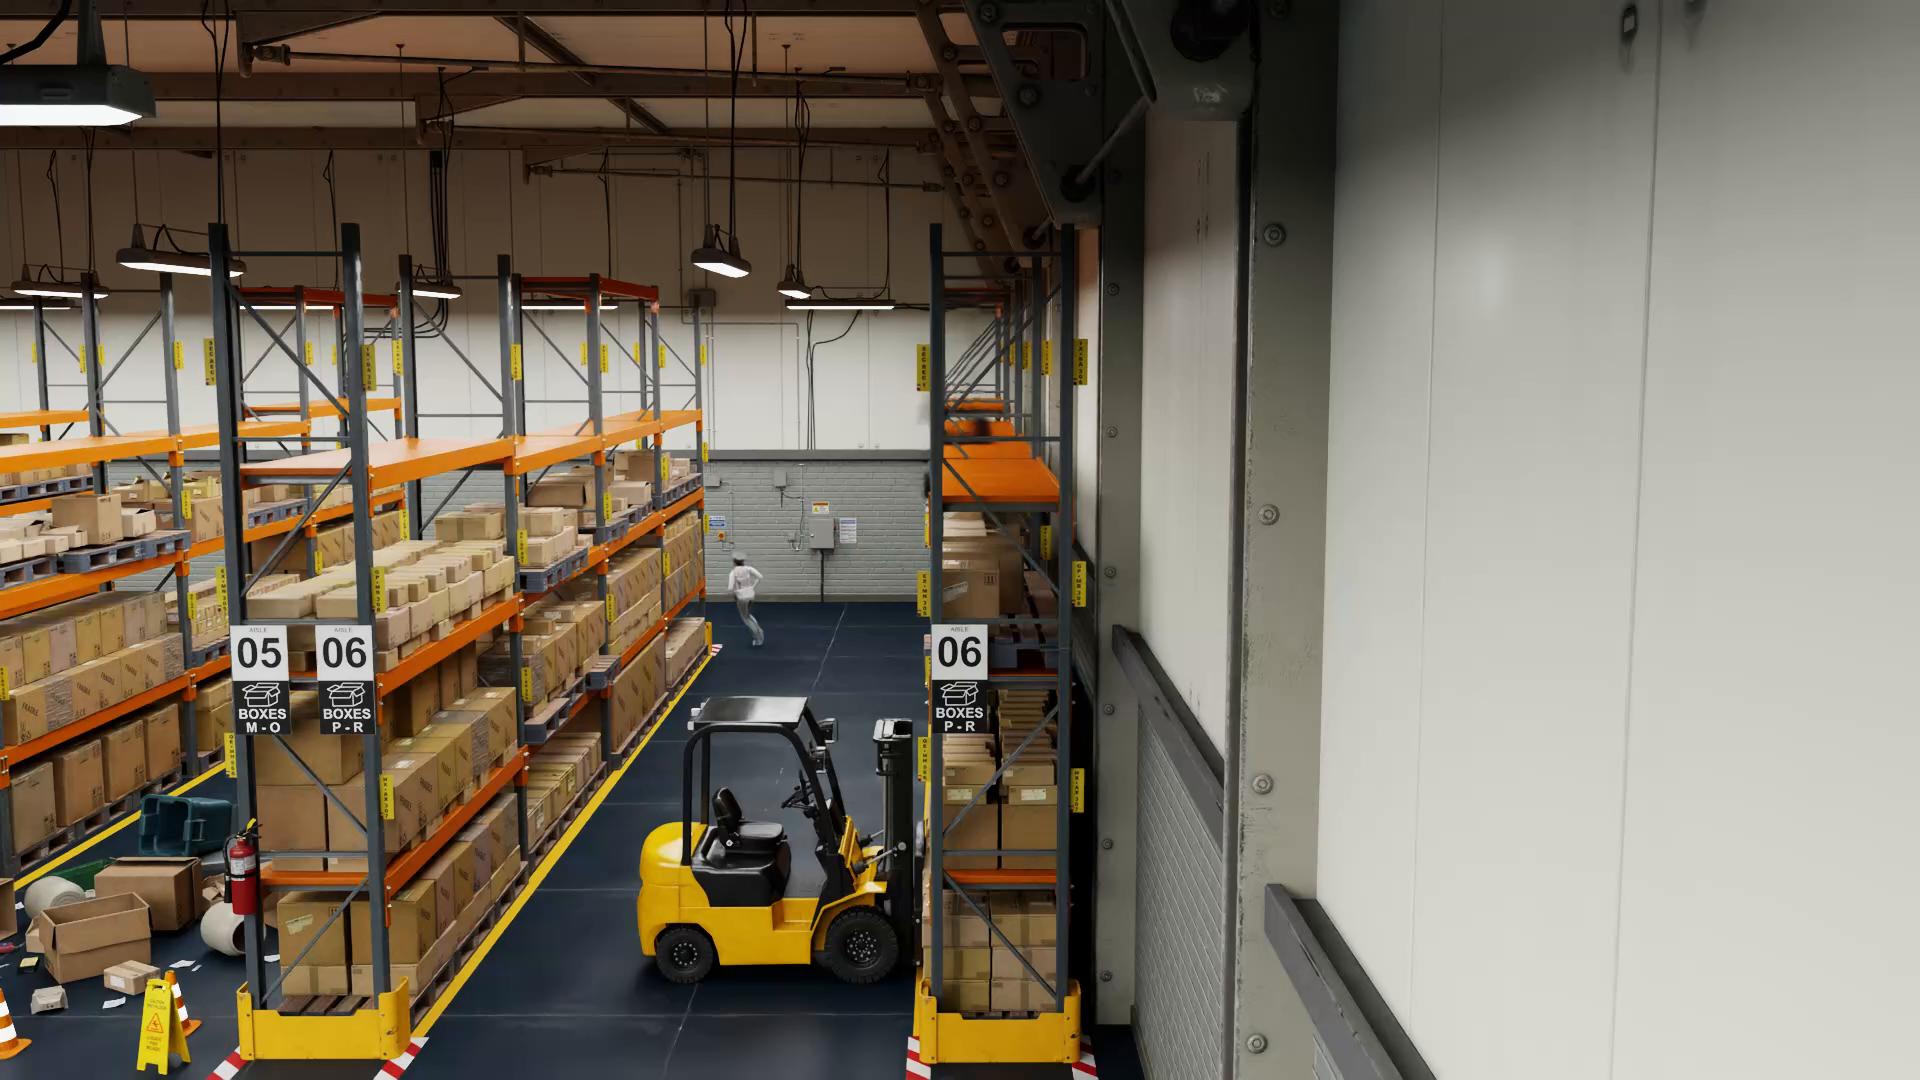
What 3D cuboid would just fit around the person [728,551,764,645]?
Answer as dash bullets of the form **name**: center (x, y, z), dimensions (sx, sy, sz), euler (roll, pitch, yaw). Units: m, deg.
- **person**: center (-3.737, 1.011, 28.675), dimensions (0.634, 1.645, 0.526), euler (-7, 9, -44)
